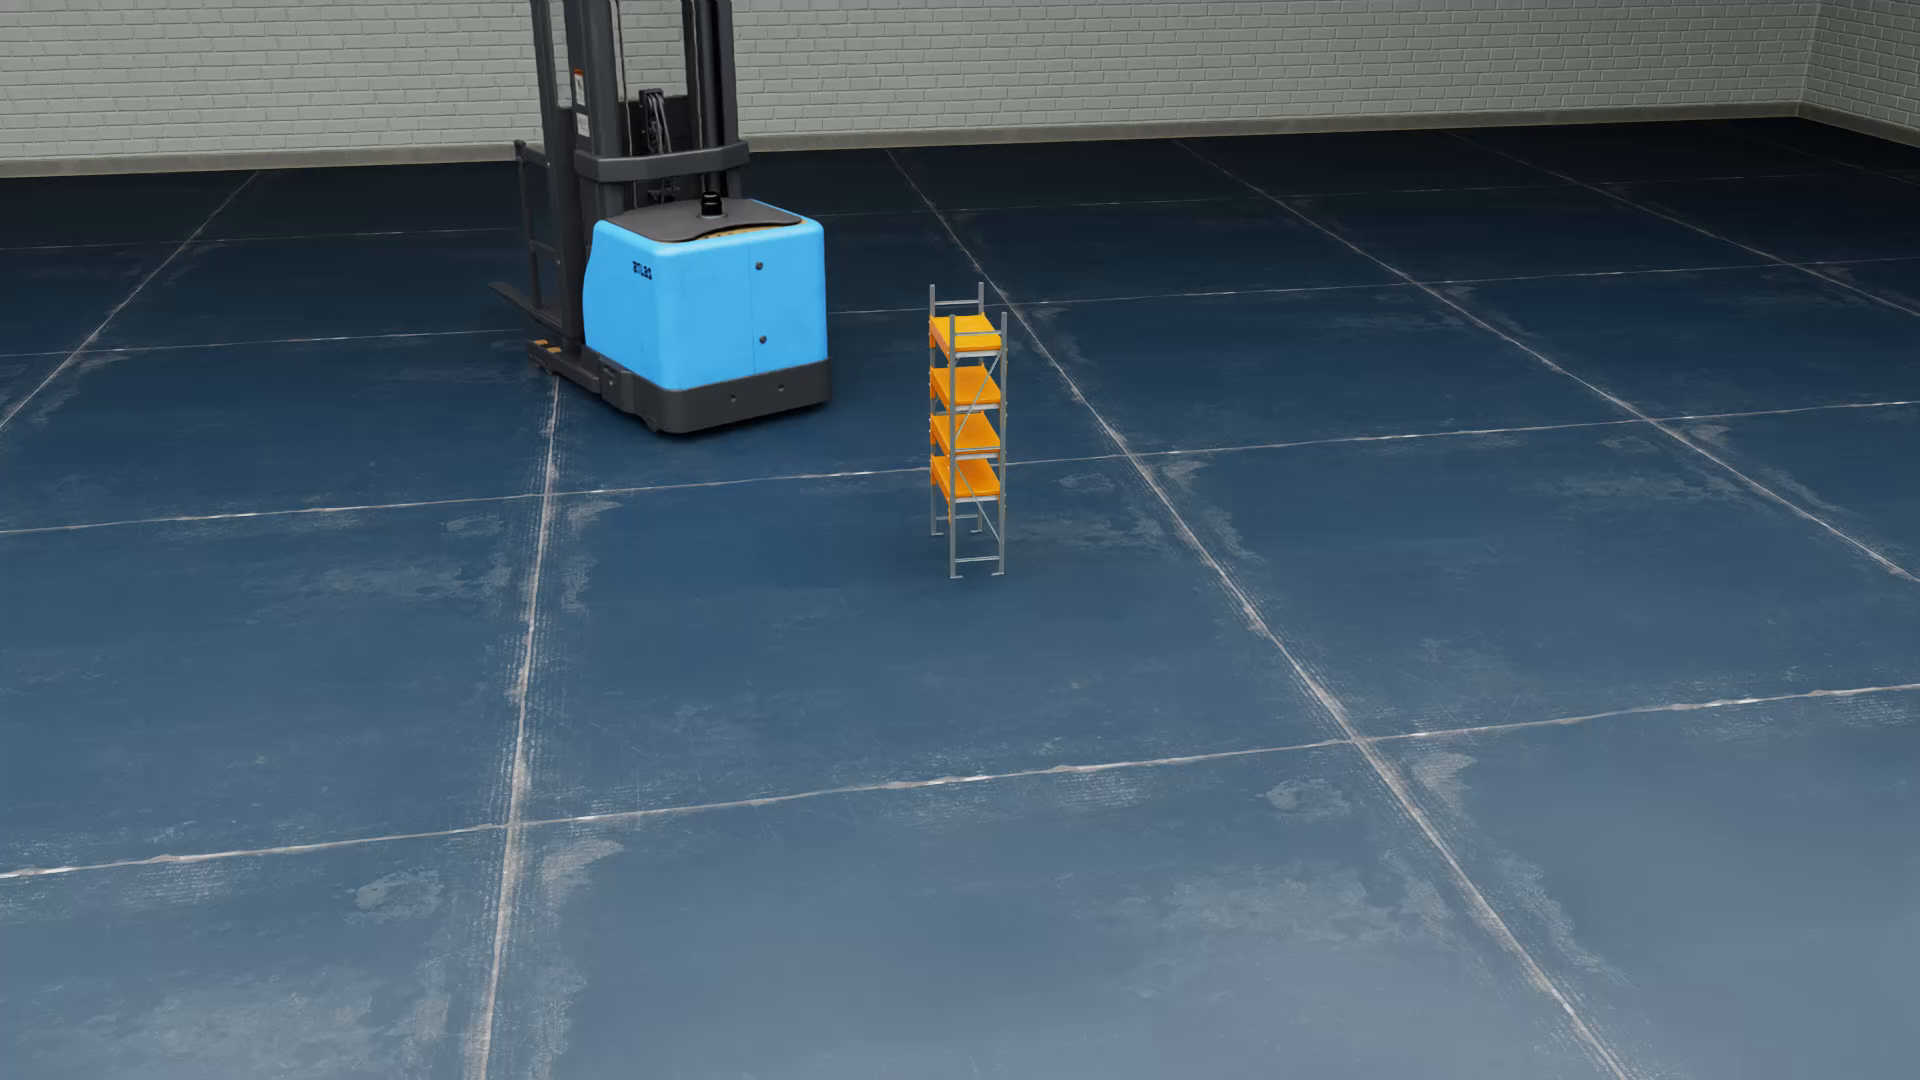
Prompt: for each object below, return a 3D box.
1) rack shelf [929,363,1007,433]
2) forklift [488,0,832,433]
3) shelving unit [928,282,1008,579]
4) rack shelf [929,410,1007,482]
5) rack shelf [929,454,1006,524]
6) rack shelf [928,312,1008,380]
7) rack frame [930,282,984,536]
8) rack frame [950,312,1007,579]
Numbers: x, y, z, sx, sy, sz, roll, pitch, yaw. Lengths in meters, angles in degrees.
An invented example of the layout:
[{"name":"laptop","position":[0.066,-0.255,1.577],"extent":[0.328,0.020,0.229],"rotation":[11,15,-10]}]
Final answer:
[{"name":"rack shelf","position":[0.031,-0.628,7.298],"extent":[0.258,0.148,0.480],"rotation":[-4,24,-10]},{"name":"forklift","position":[-1.998,-2.443,9.681],"extent":[1.130,2.935,3.031],"rotation":[-16,28,-33]},{"name":"shelving unit","position":[0.031,-0.485,7.361],"extent":[0.258,1.200,0.503],"rotation":[-4,24,-10]},{"name":"rack shelf","position":[0.031,-0.423,7.388],"extent":[0.258,0.148,0.480],"rotation":[-4,24,-10]},{"name":"rack shelf","position":[0.031,-0.241,7.467],"extent":[0.258,0.148,0.480],"rotation":[-4,24,-10]},{"name":"rack shelf","position":[0.031,-0.845,7.204],"extent":[0.258,0.148,0.480],"rotation":[-4,24,-10]},{"name":"rack frame","position":[-0.014,-0.581,7.581],"extent":[0.240,1.200,0.015],"rotation":[-4,24,-10]},{"name":"rack frame","position":[0.076,-0.389,7.141],"extent":[0.240,1.200,0.015],"rotation":[-4,24,-10]}]
